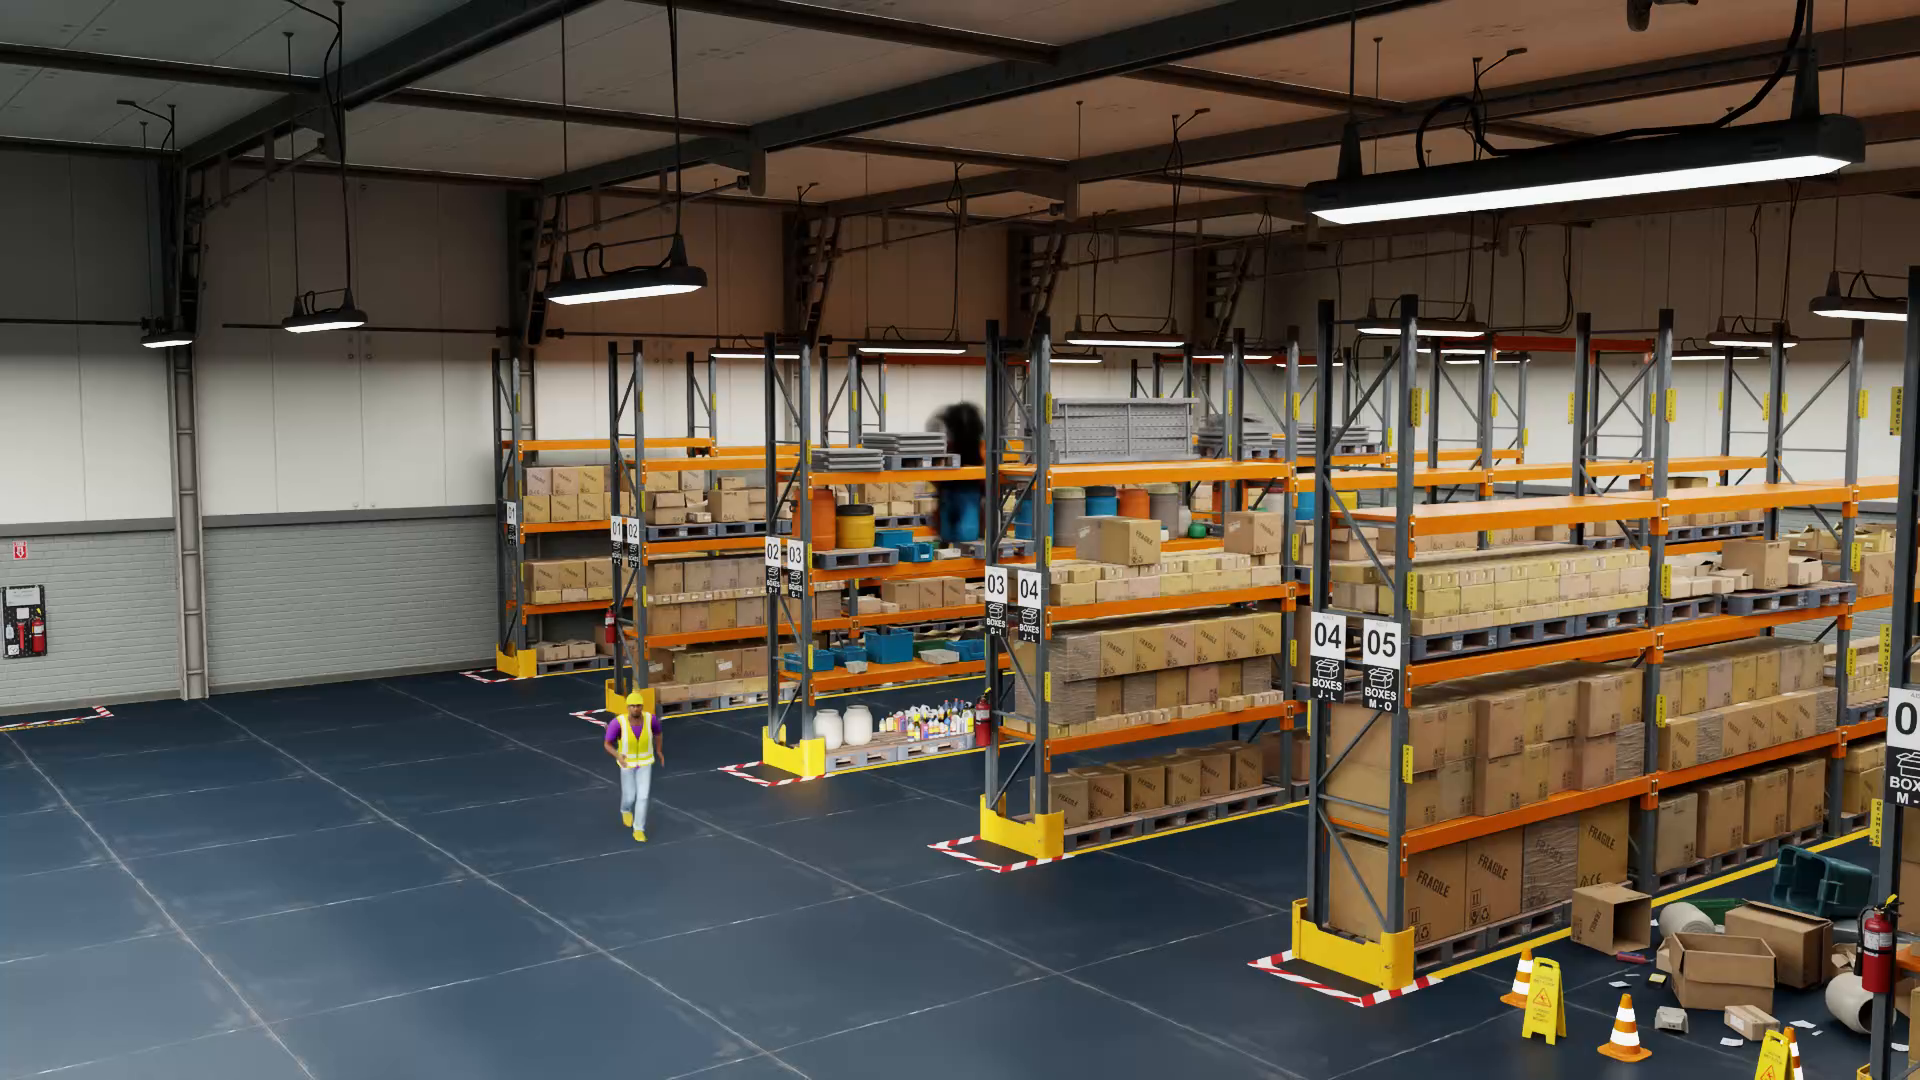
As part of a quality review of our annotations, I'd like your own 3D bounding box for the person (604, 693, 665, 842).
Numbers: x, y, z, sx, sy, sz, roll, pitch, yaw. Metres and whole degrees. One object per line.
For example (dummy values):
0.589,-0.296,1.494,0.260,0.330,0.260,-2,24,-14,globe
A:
-3.819,2.607,19.442,0.703,1.720,0.820,-2,5,-19,person
